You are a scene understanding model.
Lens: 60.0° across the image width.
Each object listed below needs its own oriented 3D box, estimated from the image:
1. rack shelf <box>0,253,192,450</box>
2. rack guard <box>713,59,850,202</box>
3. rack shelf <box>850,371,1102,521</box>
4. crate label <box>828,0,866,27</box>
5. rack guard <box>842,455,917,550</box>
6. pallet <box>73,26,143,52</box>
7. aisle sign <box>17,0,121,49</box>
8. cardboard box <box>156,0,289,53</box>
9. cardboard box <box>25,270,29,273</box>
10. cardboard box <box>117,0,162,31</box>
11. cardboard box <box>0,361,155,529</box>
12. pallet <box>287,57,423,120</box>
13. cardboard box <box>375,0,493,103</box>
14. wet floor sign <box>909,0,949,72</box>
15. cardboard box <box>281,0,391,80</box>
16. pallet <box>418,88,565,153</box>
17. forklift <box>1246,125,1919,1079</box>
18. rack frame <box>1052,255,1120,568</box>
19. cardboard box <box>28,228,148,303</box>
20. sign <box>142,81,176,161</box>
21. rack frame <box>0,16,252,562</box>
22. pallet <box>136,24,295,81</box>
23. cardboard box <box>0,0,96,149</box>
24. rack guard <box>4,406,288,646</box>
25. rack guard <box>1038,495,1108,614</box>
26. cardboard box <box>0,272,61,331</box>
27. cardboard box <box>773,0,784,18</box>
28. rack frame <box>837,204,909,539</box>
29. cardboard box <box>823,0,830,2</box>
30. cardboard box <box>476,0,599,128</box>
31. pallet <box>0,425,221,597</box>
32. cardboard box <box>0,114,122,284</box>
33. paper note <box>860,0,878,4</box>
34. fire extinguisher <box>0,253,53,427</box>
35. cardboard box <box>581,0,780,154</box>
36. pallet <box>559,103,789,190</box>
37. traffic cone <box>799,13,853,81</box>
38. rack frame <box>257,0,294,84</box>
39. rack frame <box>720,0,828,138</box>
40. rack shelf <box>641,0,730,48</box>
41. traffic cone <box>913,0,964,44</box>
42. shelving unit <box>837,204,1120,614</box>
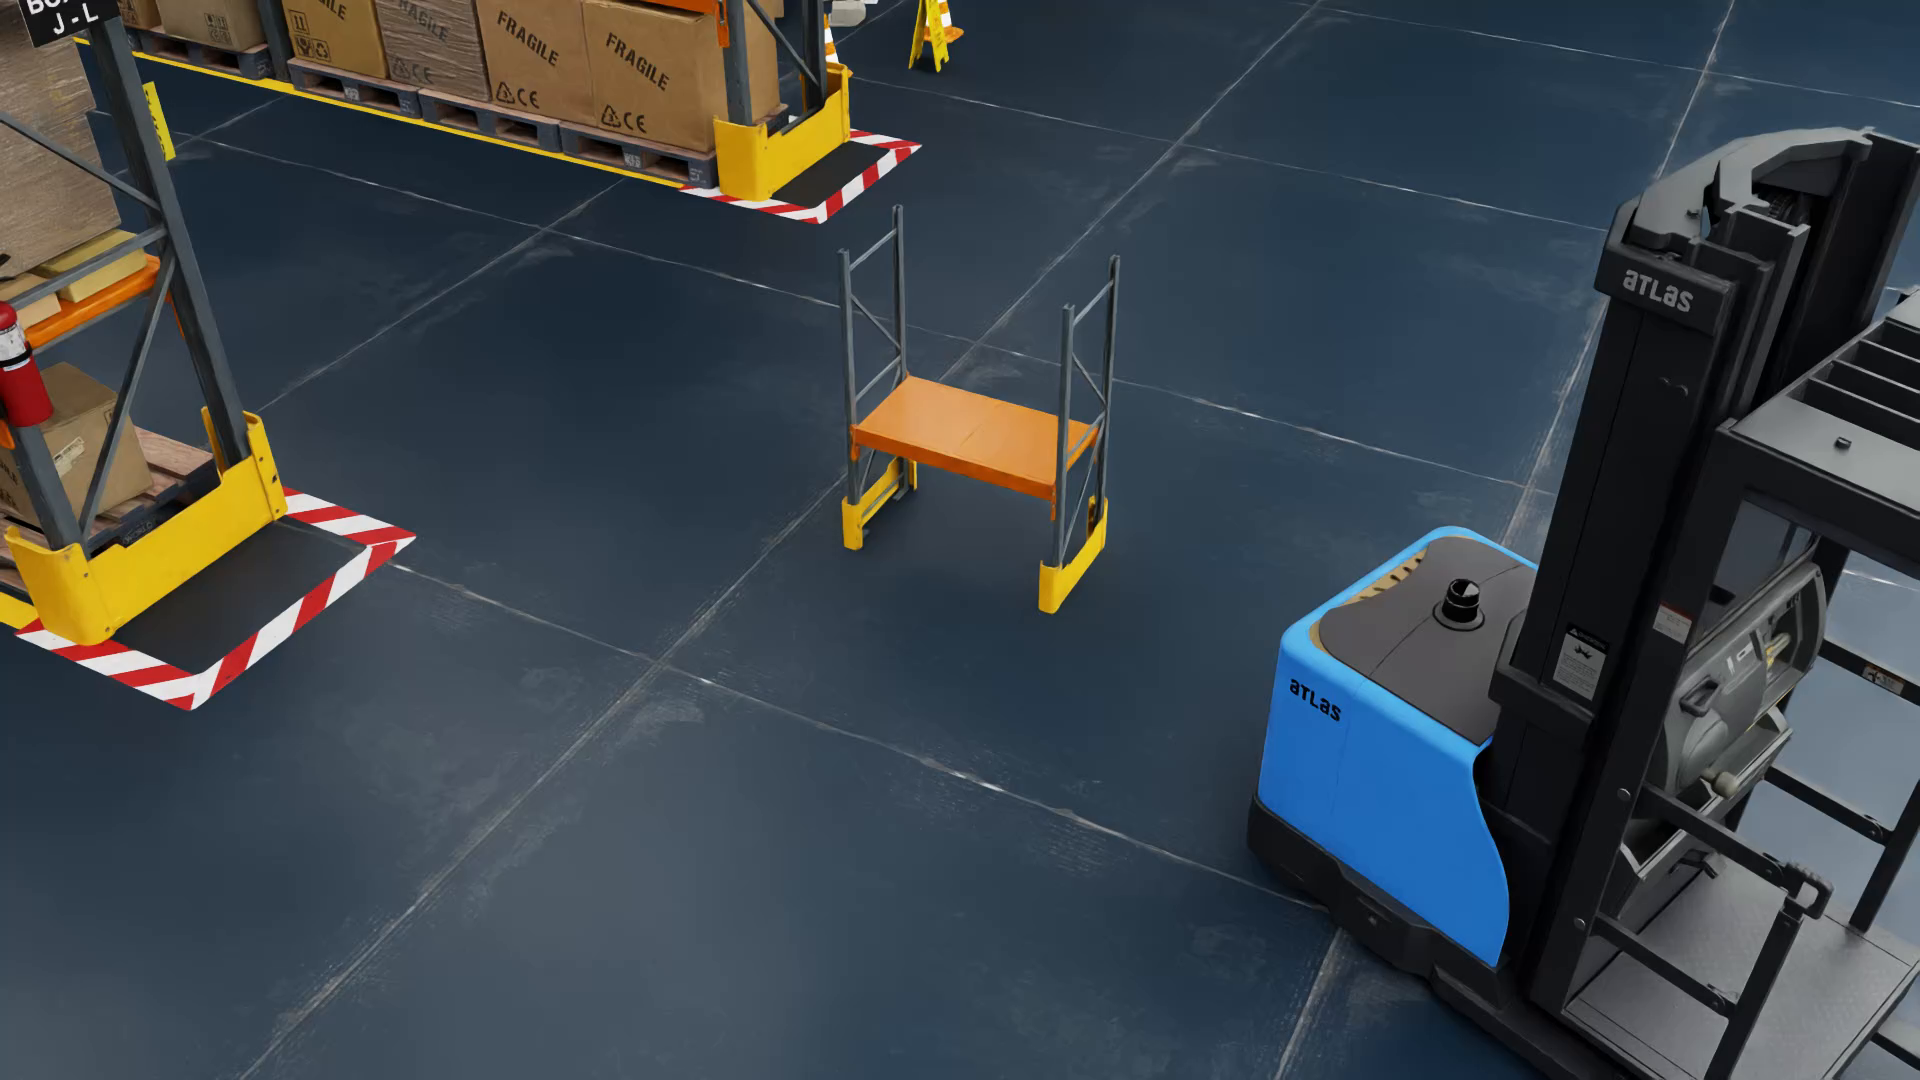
[{"bbox_3d":[-5.316,-1.335,7.622,4.000,0.370,1.077,17,41,21],"label":"rack shelf"},{"bbox_3d":[-1.148,-2.698,10.890,0.348,0.500,1.175,17,41,21],"label":"rack guard"},{"bbox_3d":[0.076,-0.430,7.374,1.000,0.185,0.538,17,41,21],"label":"rack shelf"},{"bbox_3d":[-0.893,-4.167,13.126,0.298,0.136,0.250,-2,37,-2],"label":"crate label"},{"bbox_3d":[-0.375,-0.217,7.829,0.087,0.250,0.587,17,41,21],"label":"rack guard"},{"bbox_3d":[-6.529,-4.214,13.127,1.213,0.211,1.003,17,41,21],"label":"pallet"},{"bbox_3d":[-3.347,-2.244,6.076,0.004,0.787,0.394,17,41,21],"label":"aisle sign"},{"bbox_3d":[-5.314,-4.208,12.325,0.750,0.750,1.050,17,40,21],"label":"cardboard box"},{"bbox_3d":[-3.897,-1.252,7.126,0.250,0.149,0.380,17,41,21],"label":"cardboard box"},{"bbox_3d":[-6.169,-4.478,12.681,0.750,0.750,1.050,17,41,21],"label":"cardboard box"},{"bbox_3d":[-4.087,-0.419,7.541,0.500,0.500,0.500,25,44,29],"label":"cardboard box"},{"bbox_3d":[-4.082,-3.448,12.118,1.213,0.211,1.003,17,41,21],"label":"pallet"},{"bbox_3d":[-3.393,-3.672,11.517,0.875,0.875,0.875,18,41,22],"label":"cardboard box"},{"bbox_3d":[-0.233,-3.817,12.245,0.232,0.644,0.267,11,38,14],"label":"wet floor sign"},{"bbox_3d":[-4.195,-3.921,11.844,0.875,0.875,0.875,18,41,22],"label":"cardboard box"},{"bbox_3d":[-2.995,-3.109,11.672,1.213,0.211,1.003,17,41,21],"label":"pallet"},{"bbox_3d":[2.418,0.470,4.707,1.130,2.935,3.031,-28,45,-32],"label":"forklift"},{"bbox_3d":[0.527,-0.432,7.079,0.032,1.500,0.500,17,41,21],"label":"rack frame"},{"bbox_3d":[-3.684,-1.172,7.021,0.250,0.149,0.380,17,41,21],"label":"cardboard box"},{"bbox_3d":[-3.291,-1.701,6.794,0.005,0.325,0.100,17,41,21],"label":"sign"},{"bbox_3d":[-3.540,-1.065,6.672,0.127,3.000,1.000,17,41,21],"label":"rack frame"},{"bbox_3d":[-5.441,-3.875,12.681,1.213,0.211,1.003,17,41,21],"label":"pallet"},{"bbox_3d":[-3.903,-1.921,6.644,0.500,0.500,0.500,17,41,21],"label":"cardboard box"},{"bbox_3d":[-3.608,-0.090,7.456,0.348,0.500,1.175,17,41,21],"label":"rack guard"},{"bbox_3d":[0.510,0.060,7.464,0.087,0.250,0.587,17,41,21],"label":"rack guard"},{"bbox_3d":[-3.888,-0.933,6.706,0.250,0.149,0.380,17,41,21],"label":"cardboard box"},{"bbox_3d":[-1.707,-4.520,13.289,0.637,0.503,0.797,-8,38,-10],"label":"cardboard box"},{"bbox_3d":[-0.376,-0.715,7.451,0.032,1.500,0.500,17,41,21],"label":"rack frame"},{"bbox_3d":[-1.075,-4.530,13.594,0.380,0.149,0.250,-21,42,-25],"label":"cardboard box"},{"bbox_3d":[-2.584,-3.417,11.181,0.875,0.875,0.875,17,40,21],"label":"cardboard box"},{"bbox_3d":[-4.313,-0.220,7.866,1.213,0.211,1.003,17,41,21],"label":"pallet"},{"bbox_3d":[-4.016,-1.391,6.773,0.500,0.500,0.875,17,41,21],"label":"cardboard box"},{"bbox_3d":[-0.737,-4.397,13.517,0.142,0.019,0.148,4,37,6],"label":"paper note"},{"bbox_3d":[-3.650,-0.755,6.328,0.183,0.674,0.296,17,41,21],"label":"fire extinguisher"},{"bbox_3d":[-1.802,-3.174,10.860,0.875,0.875,0.875,18,41,22],"label":"cardboard box"},{"bbox_3d":[-1.915,-2.769,11.224,1.213,0.211,1.003,17,41,21],"label":"pallet"},{"bbox_3d":[-0.988,-3.599,12.109,0.334,0.463,0.336,17,41,21],"label":"traffic cone"},{"bbox_3d":[-4.721,-4.812,11.608,0.127,3.000,1.000,17,41,21],"label":"rack frame"},{"bbox_3d":[-1.169,-3.700,10.143,0.127,3.000,1.000,17,41,21],"label":"rack frame"},{"bbox_3d":[-2.945,-3.969,11.093,4.000,0.370,1.077,17,41,21],"label":"rack shelf"},{"bbox_3d":[-0.166,-4.112,12.784,0.334,0.463,0.336,17,41,21],"label":"traffic cone"},{"bbox_3d":[0.068,-0.576,7.269,1.083,1.500,0.587,17,41,21],"label":"shelving unit"}]
